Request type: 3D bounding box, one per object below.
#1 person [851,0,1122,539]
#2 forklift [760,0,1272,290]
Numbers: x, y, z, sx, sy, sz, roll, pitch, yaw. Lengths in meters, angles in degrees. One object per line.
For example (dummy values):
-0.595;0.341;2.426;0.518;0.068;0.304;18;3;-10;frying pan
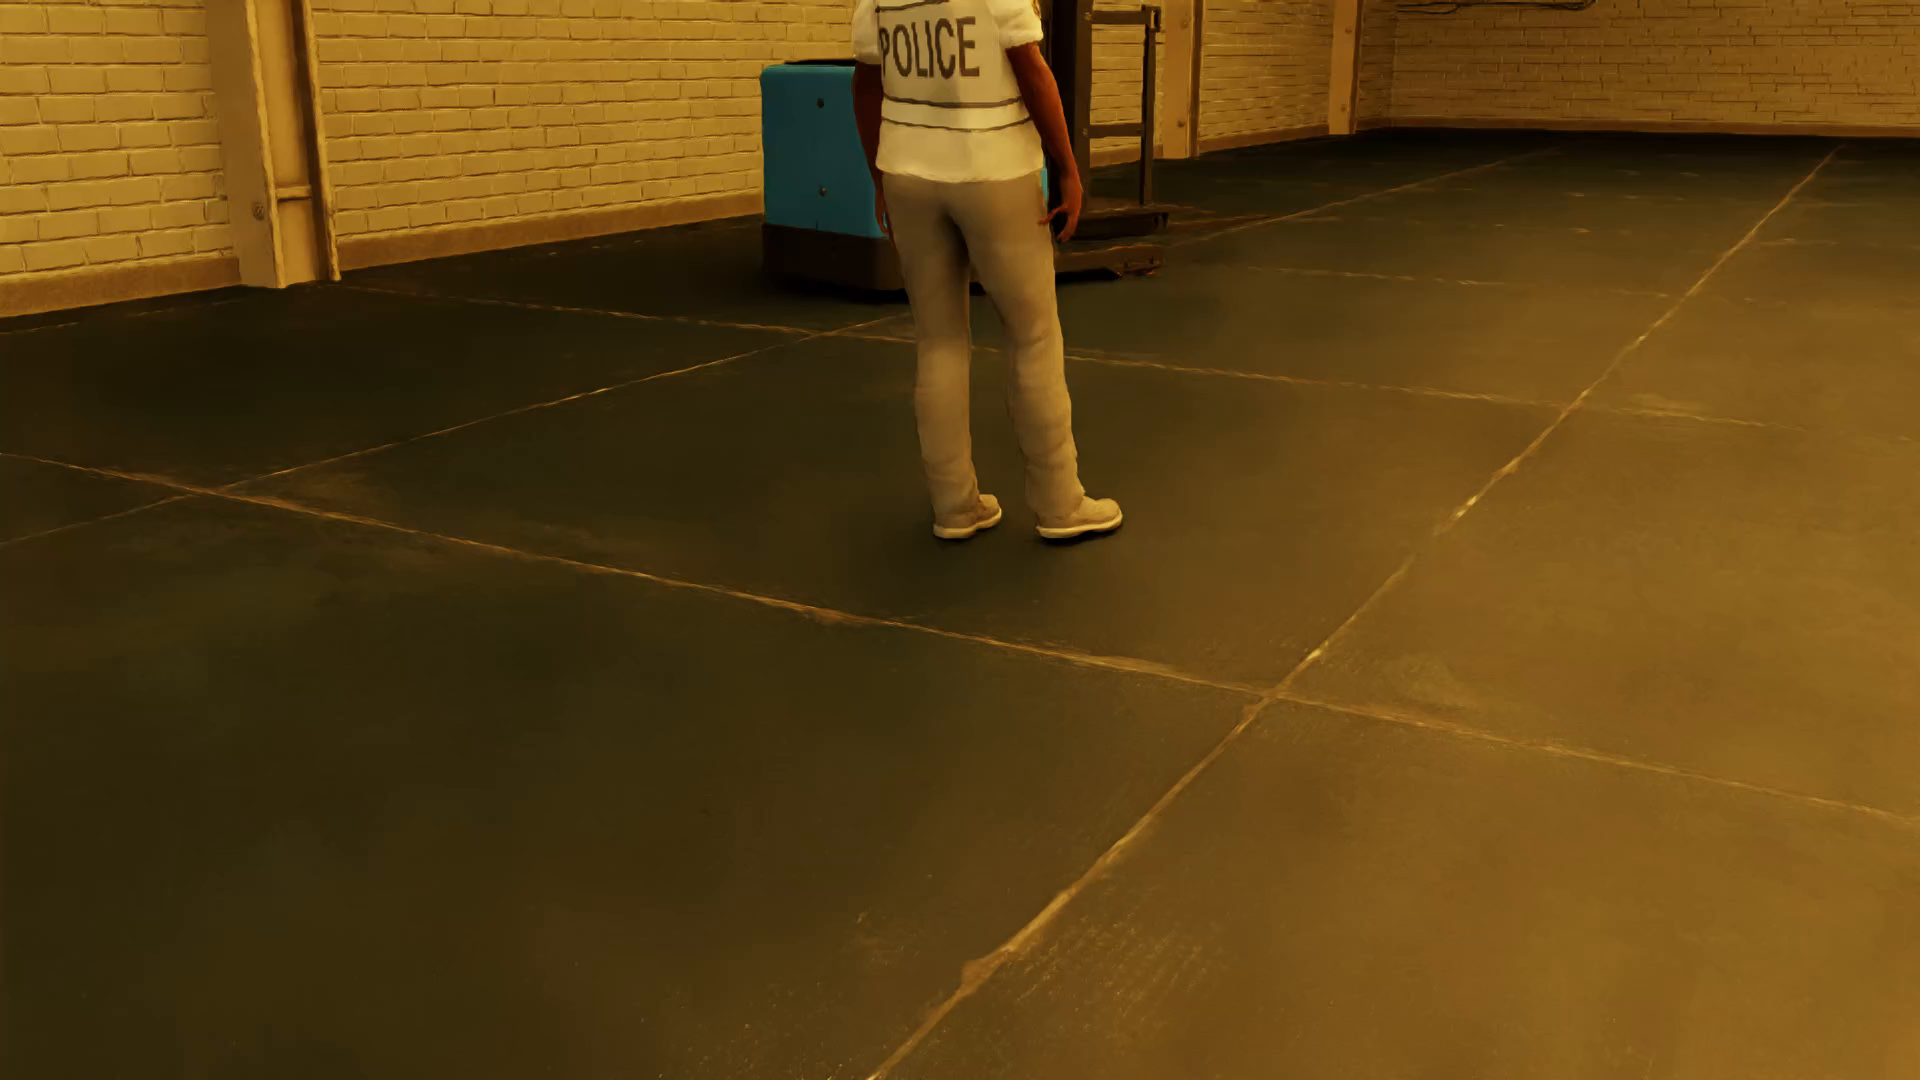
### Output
0.055;-0.836;3.854;0.570;1.695;0.525;9;19;28;person
0.452;-2.877;8.623;3.031;2.935;1.130;-14;21;-39;forklift
